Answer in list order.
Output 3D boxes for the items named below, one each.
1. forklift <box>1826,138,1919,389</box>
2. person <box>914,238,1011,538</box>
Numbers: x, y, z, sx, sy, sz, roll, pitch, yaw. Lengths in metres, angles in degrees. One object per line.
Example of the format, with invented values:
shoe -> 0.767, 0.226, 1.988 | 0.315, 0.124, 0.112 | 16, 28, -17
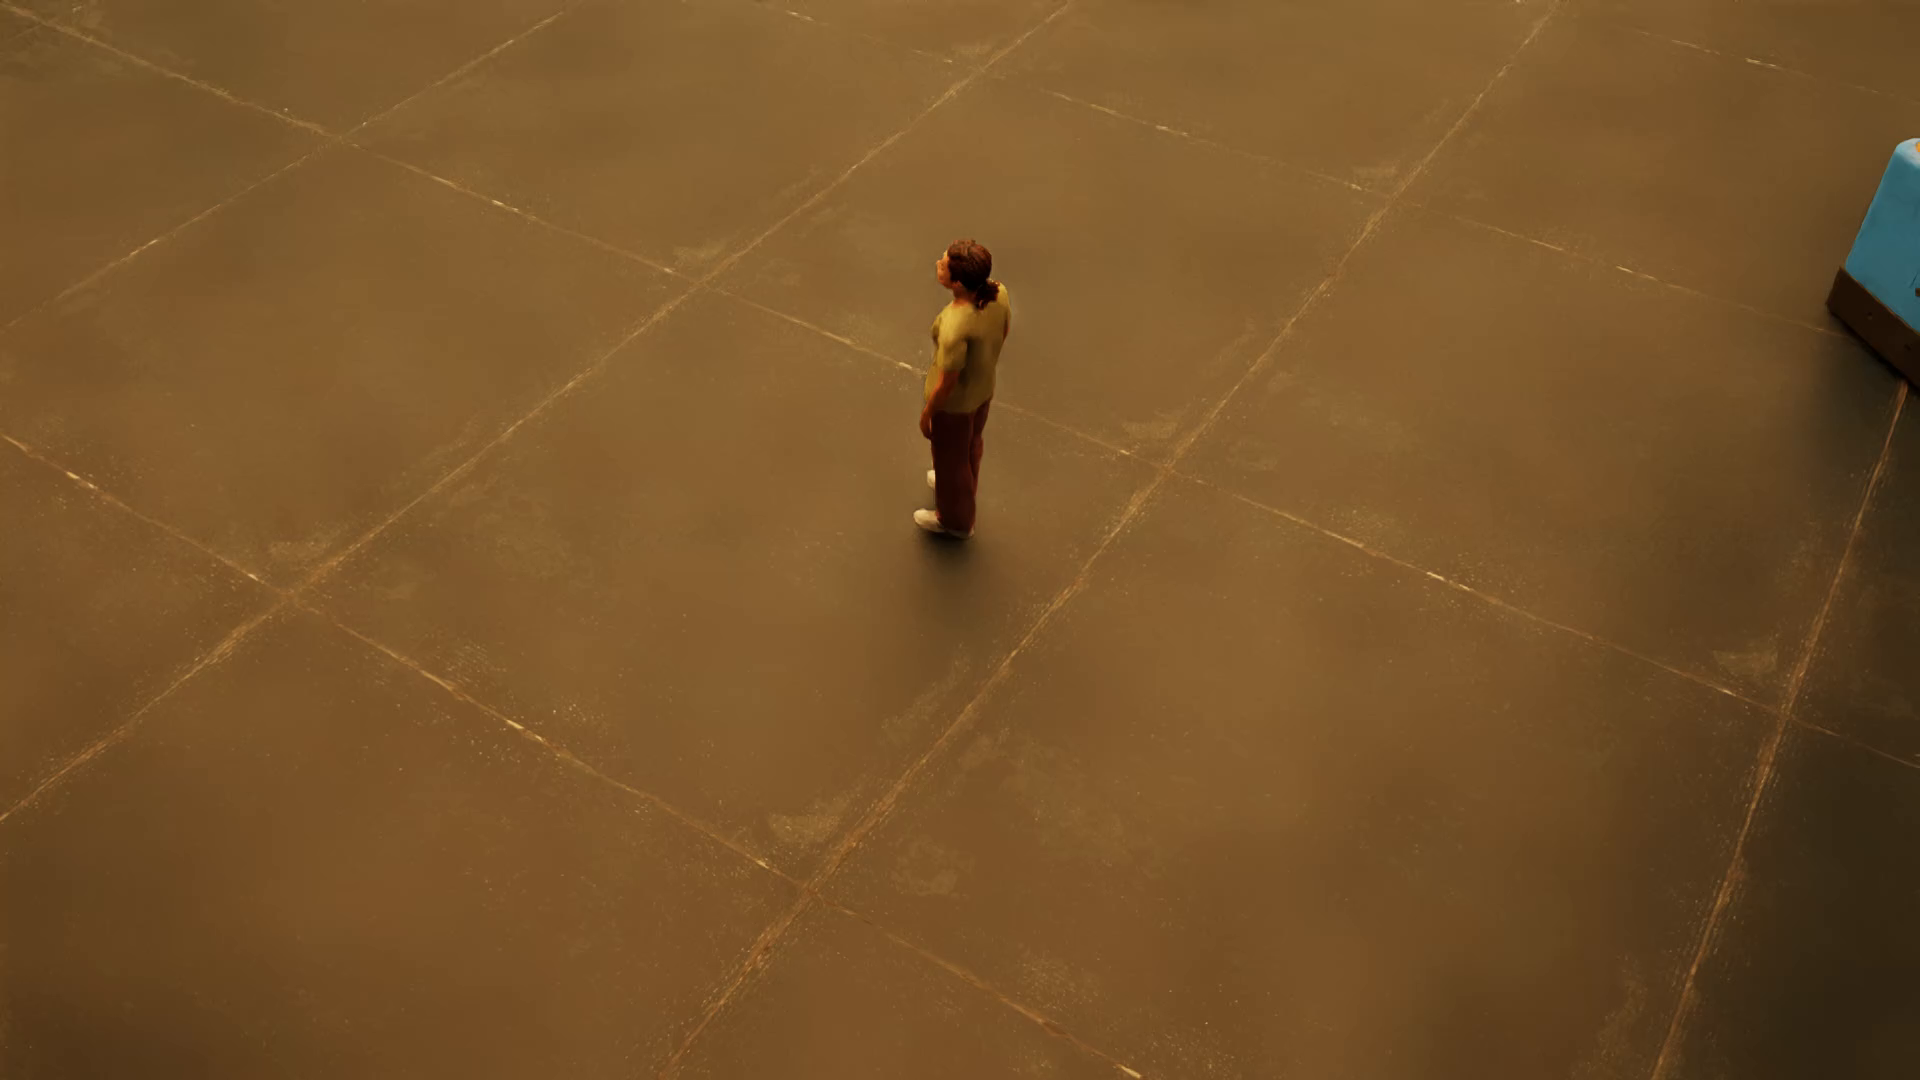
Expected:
forklift -> 6.399, -2.296, 8.270 | 3.031, 2.935, 1.130 | -11, 45, -11
person -> -0.056, -0.676, 7.405 | 0.549, 1.673, 0.554 | 24, 48, 23
